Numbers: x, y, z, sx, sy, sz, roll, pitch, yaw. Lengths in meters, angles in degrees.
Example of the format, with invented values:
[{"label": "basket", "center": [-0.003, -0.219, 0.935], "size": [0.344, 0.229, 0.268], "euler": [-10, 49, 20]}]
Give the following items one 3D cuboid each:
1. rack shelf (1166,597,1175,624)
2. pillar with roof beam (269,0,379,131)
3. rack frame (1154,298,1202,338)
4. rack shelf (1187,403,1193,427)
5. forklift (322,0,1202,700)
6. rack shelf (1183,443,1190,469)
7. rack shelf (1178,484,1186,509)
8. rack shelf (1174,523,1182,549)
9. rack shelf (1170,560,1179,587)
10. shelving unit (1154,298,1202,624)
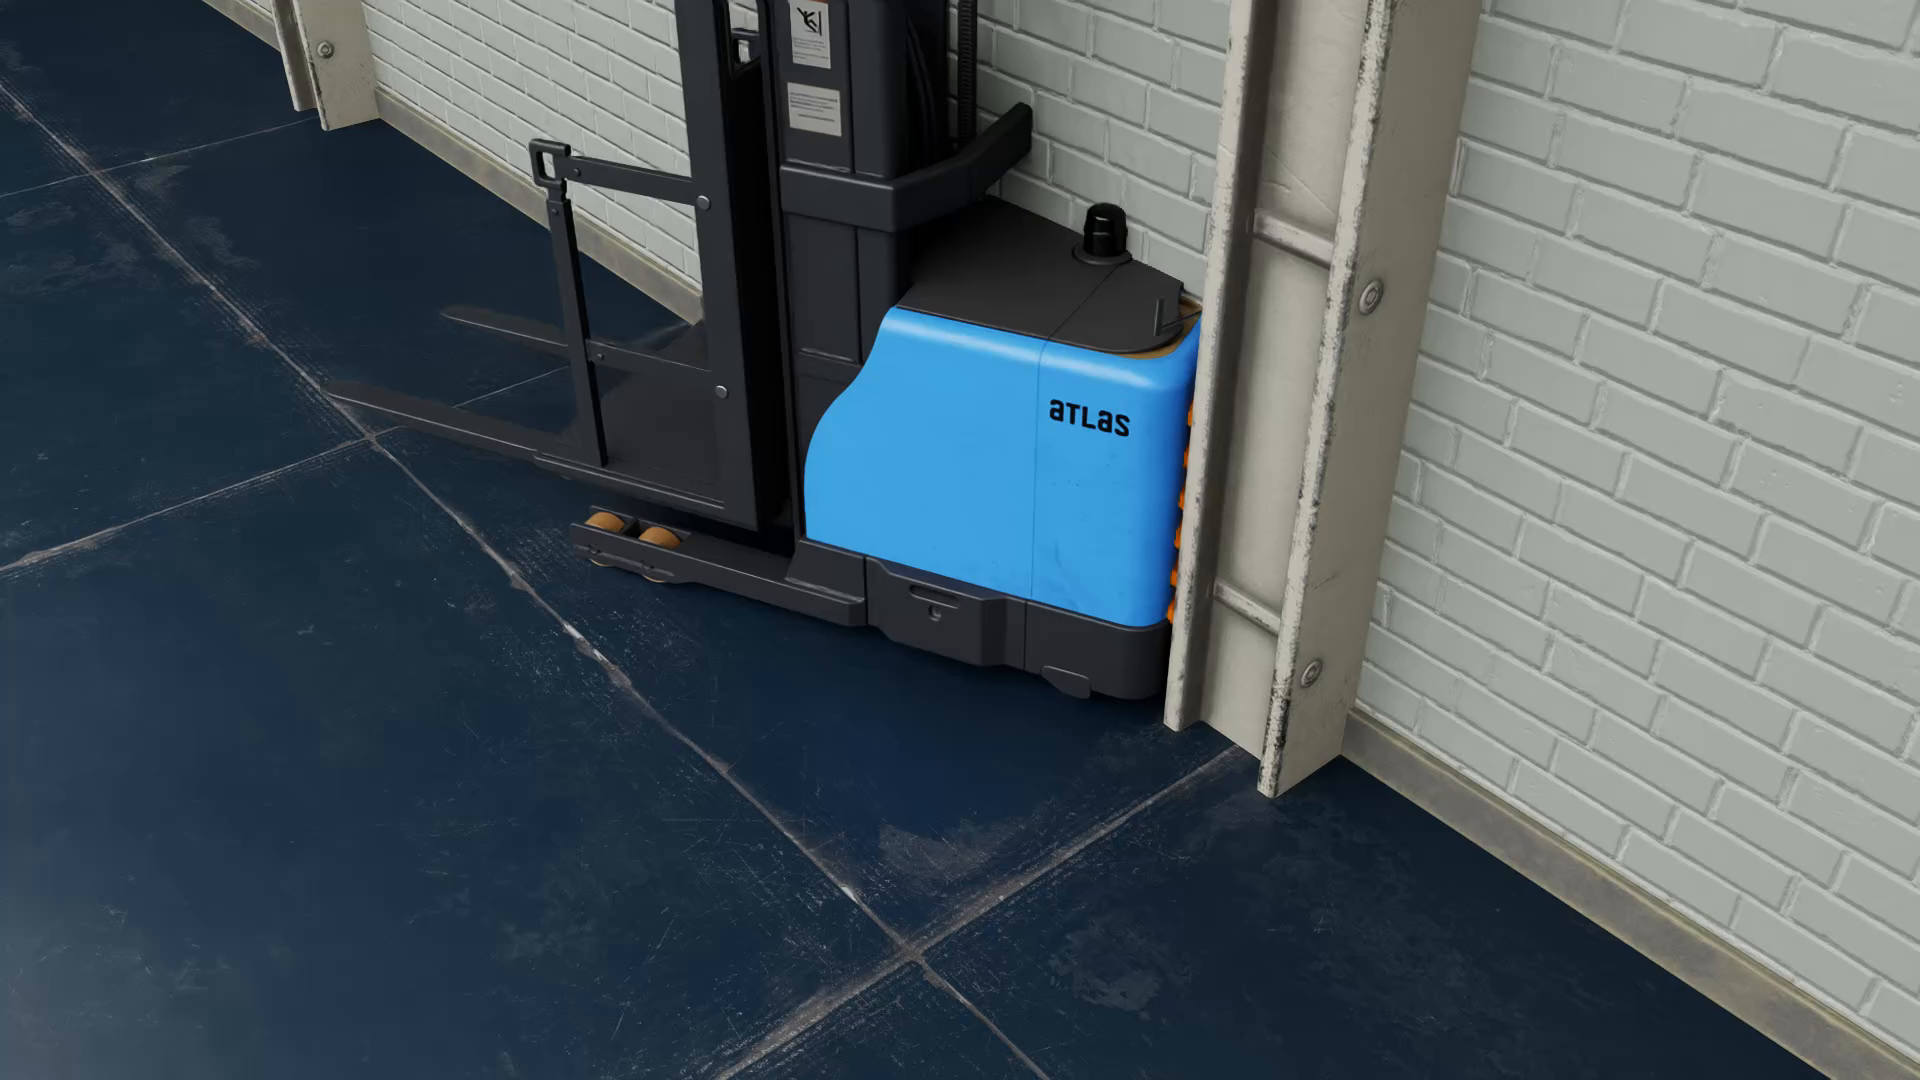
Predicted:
[{"label": "rack shelf", "center": [0.606, 0.147, 4.519], "size": [0.258, 0.103, 0.180], "euler": [-24, 42, -33]}, {"label": "pillar with roof beam", "center": [-6.363, -4.189, 3.379], "size": [9.100, 9.000, 0.400], "euler": [-26, 43, -32]}, {"label": "rack frame", "center": [0.555, -0.128, 4.414], "size": [0.240, 1.200, 0.006], "euler": [-24, 42, -33]}, {"label": "rack shelf", "center": [0.621, -0.346, 4.178], "size": [0.258, 0.103, 0.180], "euler": [-24, 42, -33]}, {"label": "forklift", "center": [-0.631, -1.326, 4.586], "size": [3.031, 2.935, 1.130], "euler": [15, 38, 20]}, {"label": "rack shelf", "center": [0.618, -0.247, 4.246], "size": [0.258, 0.103, 0.180], "euler": [-24, 42, -33]}, {"label": "rack shelf", "center": [0.615, -0.148, 4.314], "size": [0.258, 0.103, 0.180], "euler": [-24, 42, -33]}, {"label": "rack shelf", "center": [0.612, -0.050, 4.383], "size": [0.258, 0.103, 0.180], "euler": [-24, 42, -33]}, {"label": "rack shelf", "center": [0.609, 0.049, 4.451], "size": [0.258, 0.103, 0.180], "euler": [-24, 42, -33]}, {"label": "shelving unit", "center": [0.613, -0.086, 4.357], "size": [0.258, 1.200, 0.189], "euler": [-24, 42, -33]}]
